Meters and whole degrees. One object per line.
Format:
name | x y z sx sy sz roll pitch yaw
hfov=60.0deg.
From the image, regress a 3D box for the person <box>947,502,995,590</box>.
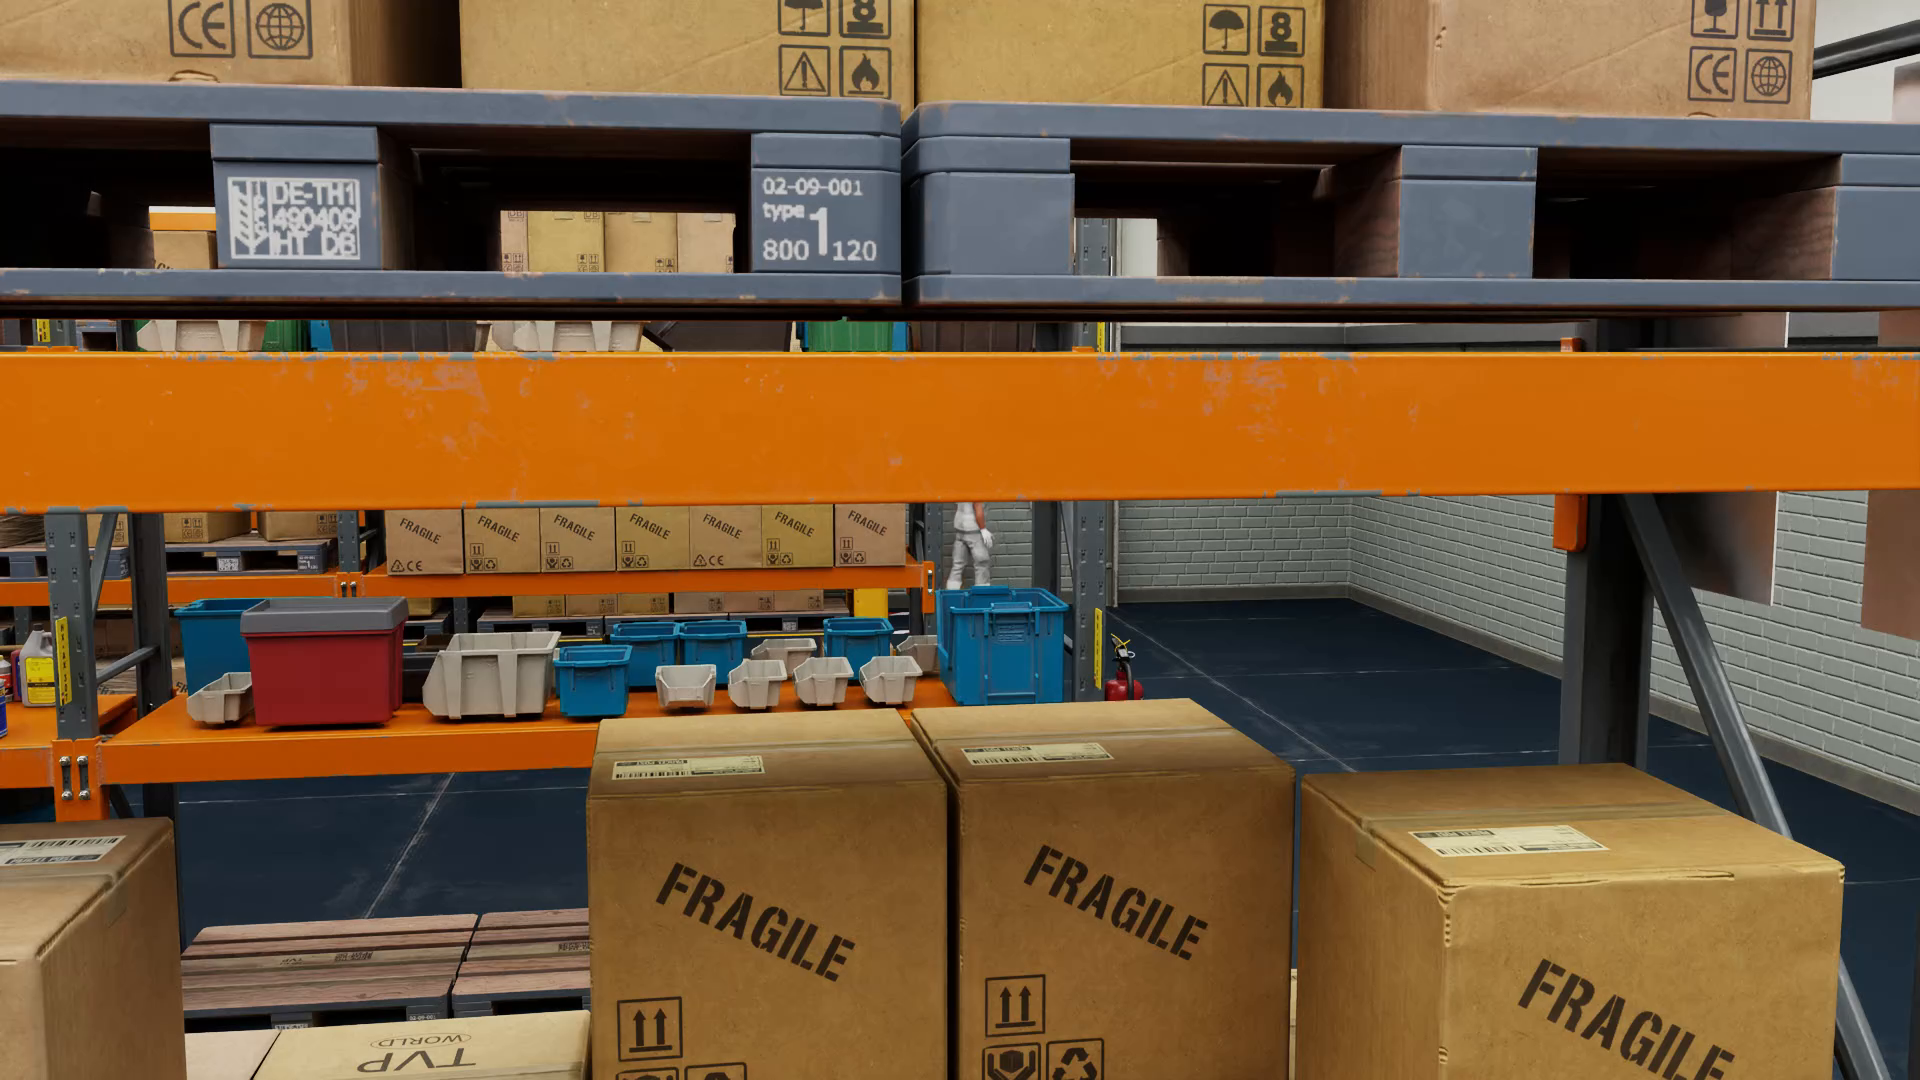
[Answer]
person | 0.195 -0.080 17.725 0.628 1.789 0.666 -3 7 -26
